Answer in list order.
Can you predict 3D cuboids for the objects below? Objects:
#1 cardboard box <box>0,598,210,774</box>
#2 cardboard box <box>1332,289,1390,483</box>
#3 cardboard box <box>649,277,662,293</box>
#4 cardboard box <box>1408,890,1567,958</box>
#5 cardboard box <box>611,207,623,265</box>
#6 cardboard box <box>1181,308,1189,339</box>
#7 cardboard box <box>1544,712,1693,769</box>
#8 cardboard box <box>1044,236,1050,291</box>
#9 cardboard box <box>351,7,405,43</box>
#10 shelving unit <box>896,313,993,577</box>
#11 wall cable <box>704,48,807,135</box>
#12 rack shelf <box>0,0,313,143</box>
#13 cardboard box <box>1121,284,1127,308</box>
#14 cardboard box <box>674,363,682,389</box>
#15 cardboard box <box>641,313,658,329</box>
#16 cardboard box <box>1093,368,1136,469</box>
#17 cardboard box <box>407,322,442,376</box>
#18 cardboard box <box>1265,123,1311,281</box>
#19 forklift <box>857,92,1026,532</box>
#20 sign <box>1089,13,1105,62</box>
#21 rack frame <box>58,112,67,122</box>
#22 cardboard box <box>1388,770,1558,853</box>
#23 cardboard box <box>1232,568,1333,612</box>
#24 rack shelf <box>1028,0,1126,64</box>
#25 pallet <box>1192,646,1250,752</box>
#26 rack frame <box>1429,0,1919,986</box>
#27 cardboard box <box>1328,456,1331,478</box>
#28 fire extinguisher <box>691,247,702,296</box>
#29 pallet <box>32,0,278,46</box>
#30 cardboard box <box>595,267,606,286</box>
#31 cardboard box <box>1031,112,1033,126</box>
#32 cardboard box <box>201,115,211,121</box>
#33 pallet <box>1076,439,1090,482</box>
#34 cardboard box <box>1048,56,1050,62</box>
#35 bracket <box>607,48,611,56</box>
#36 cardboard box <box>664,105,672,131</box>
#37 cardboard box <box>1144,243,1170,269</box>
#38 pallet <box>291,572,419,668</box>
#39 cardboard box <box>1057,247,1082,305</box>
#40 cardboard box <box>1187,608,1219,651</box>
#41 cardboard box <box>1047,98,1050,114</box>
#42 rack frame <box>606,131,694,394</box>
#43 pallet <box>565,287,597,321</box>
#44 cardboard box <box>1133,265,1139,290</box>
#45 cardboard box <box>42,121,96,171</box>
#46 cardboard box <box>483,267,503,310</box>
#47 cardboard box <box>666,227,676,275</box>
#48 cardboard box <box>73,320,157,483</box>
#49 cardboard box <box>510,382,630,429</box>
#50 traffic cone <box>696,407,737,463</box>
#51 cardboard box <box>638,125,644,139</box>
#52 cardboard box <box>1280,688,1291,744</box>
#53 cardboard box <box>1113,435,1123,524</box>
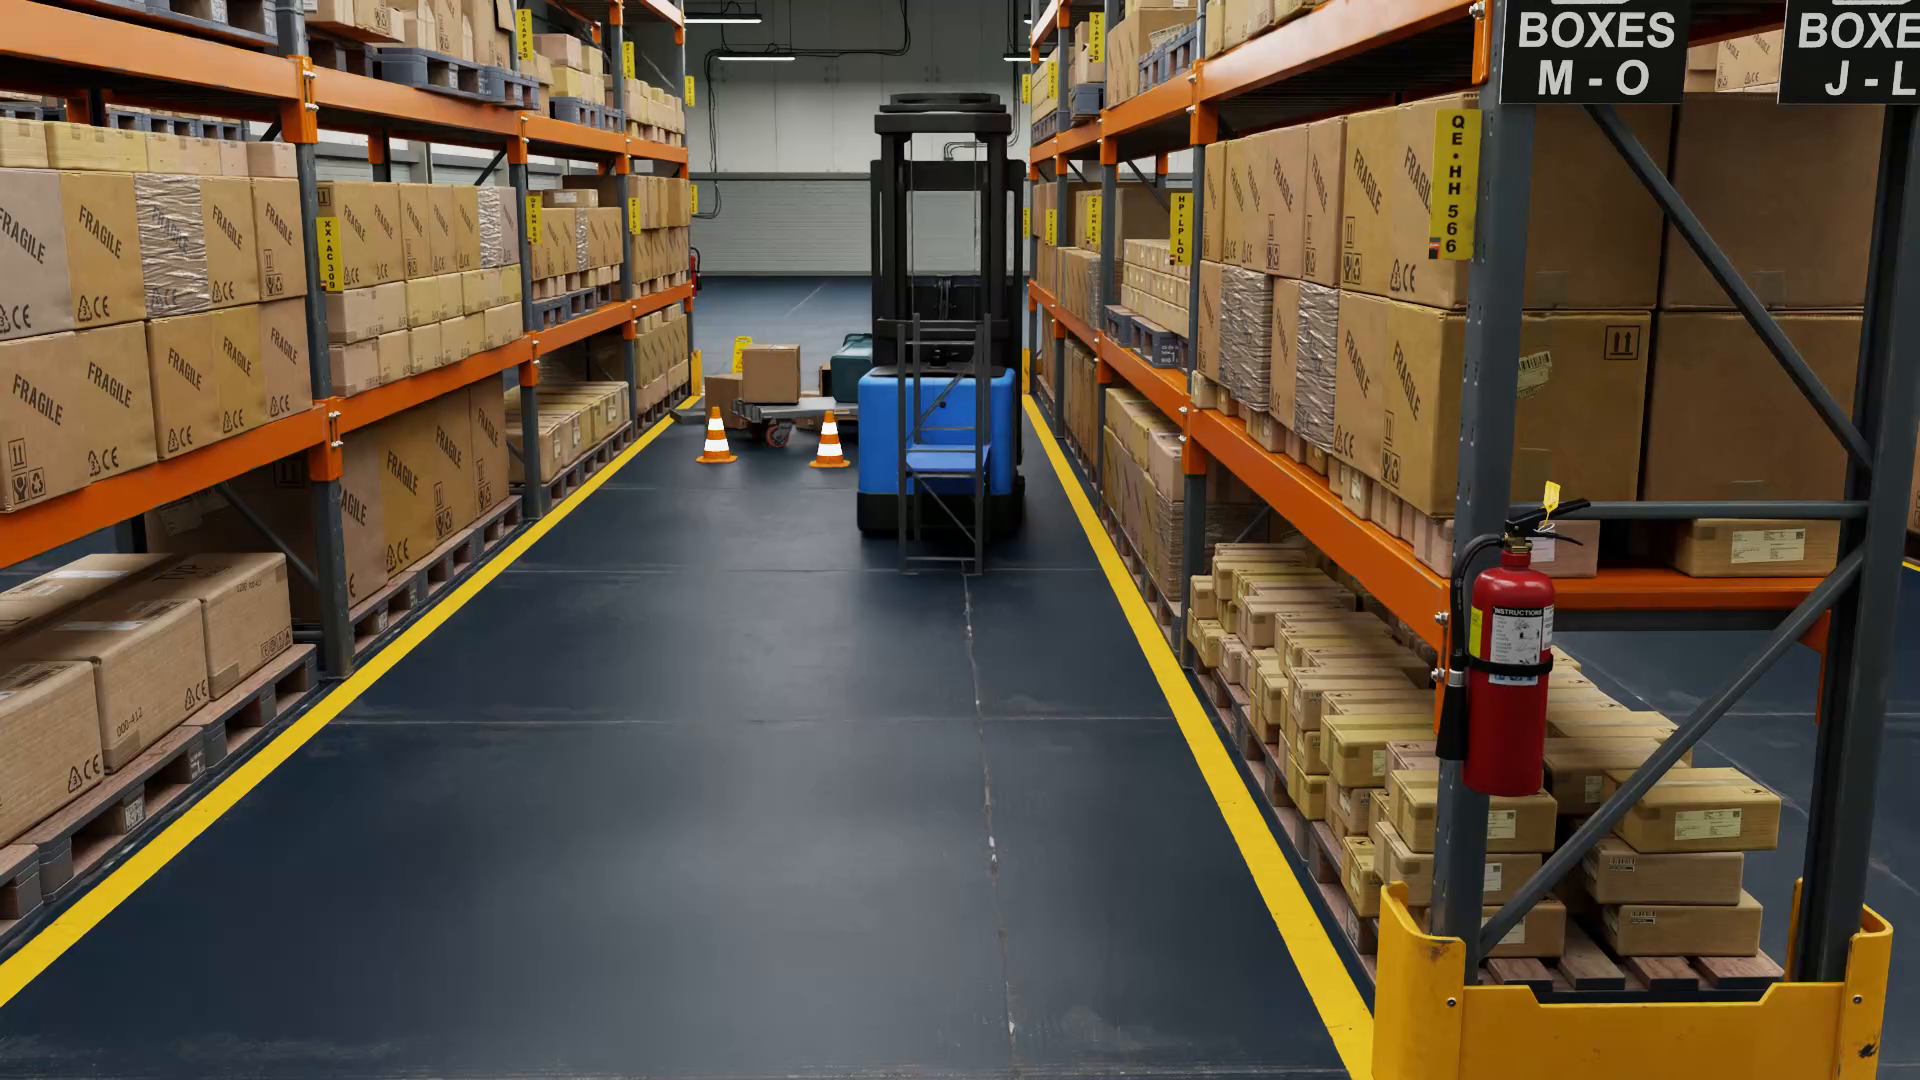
[{"bbox_3d":[-3.455,0.537,6.256,0.875,0.438,0.875,-1,11,-3],"label":"cardboard box"},{"bbox_3d":[1.378,-0.447,4.718,0.500,0.500,0.500,0,11,-2],"label":"cardboard box"},{"bbox_3d":[-3.248,-2.602,16.970,0.380,0.149,0.250,0,11,-1],"label":"cardboard box"},{"bbox_3d":[1.430,1.026,4.571,0.380,0.149,0.250,0,11,0],"label":"cardboard box"},{"bbox_3d":[-3.306,-2.716,14.847,0.500,0.500,0.500,0,11,-2],"label":"cardboard box"},{"bbox_3d":[1.352,-1.119,8.604,0.380,0.149,0.250,0,11,-1],"label":"cardboard box"},{"bbox_3d":[1.975,0.628,5.038,0.380,0.149,0.250,0,11,-1],"label":"cardboard box"},{"bbox_3d":[1.343,-2.916,17.509,0.875,0.550,0.500,0,11,-1],"label":"cardboard box"},{"bbox_3d":[-3.056,-2.631,8.468,0.380,0.166,0.250,-1,12,-5],"label":"cardboard box"},{"bbox_3d":[-0.084,-0.622,10.351,0.538,1.500,1.048,1,11,3],"label":"shelving unit"},{"bbox_3d":[-6.131,-13.497,50.064,3.097,2.526,0.112,0,11,-1],"label":"wall cable"},{"bbox_3d":[-3.339,-1.536,5.352,1.077,0.370,4.000,0,11,-1],"label":"rack shelf"},{"bbox_3d":[1.292,-1.645,11.197,0.380,0.149,0.250,0,11,-2],"label":"cardboard box"},{"bbox_3d":[-3.339,-1.797,18.233,0.500,0.250,0.500,0,11,-1],"label":"cardboard box"},{"bbox_3d":[-3.242,-2.196,16.680,0.380,0.149,0.250,0,11,1],"label":"cardboard box"},{"bbox_3d":[1.562,-0.876,12.437,1.050,0.750,0.750,0,11,-2],"label":"cardboard box"},{"bbox_3d":[-3.132,-1.036,8.999,0.500,0.250,0.500,0,11,-2],"label":"cardboard box"},{"bbox_3d":[1.347,-1.145,5.646,0.500,0.500,0.500,-1,11,-3],"label":"cardboard box"},{"bbox_3d":[-0.076,-1.732,12.225,1.130,2.935,3.031,1,11,3],"label":"forklift"},{"bbox_3d":[0.929,-3.413,11.296,0.100,0.325,0.005,0,11,-1],"label":"sign"},{"bbox_3d":[-8.508,-2.385,15.272,1.000,3.000,0.127,0,11,-1],"label":"rack frame"},{"bbox_3d":[1.385,0.734,4.514,0.380,0.149,0.250,0,11,0],"label":"cardboard box"},{"bbox_3d":[1.368,0.218,7.060,0.380,0.149,0.250,0,11,-2],"label":"cardboard box"},{"bbox_3d":[1.360,-5.236,17.050,1.077,0.370,4.000,0,11,-1],"label":"rack shelf"},{"bbox_3d":[1.616,0.643,7.357,1.003,0.211,1.213,0,11,-1],"label":"pallet"},{"bbox_3d":[1.653,-0.062,3.818,0.949,2.616,0.053,0,11,-1],"label":"rack frame"},{"bbox_3d":[1.422,-0.258,5.421,0.380,0.149,0.250,-1,11,-4],"label":"cardboard box"},{"bbox_3d":[-3.170,-3.188,19.425,0.296,0.674,0.183,0,11,-1],"label":"fire extinguisher"},{"bbox_3d":[-3.373,-2.080,6.447,1.003,0.211,1.213,0,11,-1],"label":"pallet"},{"bbox_3d":[-3.221,-2.234,14.101,0.380,0.149,0.250,0,11,-1],"label":"cardboard box"},{"bbox_3d":[1.006,-4.774,18.828,0.380,0.149,0.250,0,11,-1],"label":"cardboard box"},{"bbox_3d":[-8.264,-4.626,17.801,0.396,0.266,0.258,0,11,-1],"label":"cardboard box"},{"bbox_3d":[1.521,-0.684,13.900,1.003,0.211,1.213,0,11,-1],"label":"pallet"},{"bbox_3d":[1.061,-4.661,16.262,0.380,0.149,0.250,0,11,0],"label":"cardboard box"},{"bbox_3d":[-9.734,-13.625,46.532,0.235,0.232,0.430,0,11,-1],"label":"bracket"},{"bbox_3d":[-3.323,-4.440,17.486,0.500,0.250,0.500,0,11,0],"label":"cardboard box"},{"bbox_3d":[1.321,-1.725,10.096,0.380,0.149,0.250,0,11,1],"label":"cardboard box"},{"bbox_3d":[-3.471,0.397,8.570,1.003,0.211,1.213,0,11,-1],"label":"pallet"},{"bbox_3d":[1.143,-2.390,15.045,0.500,0.500,0.500,0,11,-1],"label":"cardboard box"},{"bbox_3d":[1.253,0.408,7.616,0.380,0.149,0.250,-1,11,-4],"label":"cardboard box"},{"bbox_3d":[1.057,-4.272,16.352,0.380,0.149,0.250,0,11,-1],"label":"cardboard box"},{"bbox_3d":[-3.628,-3.202,19.296,1.000,3.000,0.127,0,11,-1],"label":"rack frame"},{"bbox_3d":[-3.544,-1.911,13.415,1.003,0.211,1.213,0,11,-1],"label":"pallet"},{"bbox_3d":[1.310,-1.676,10.605,0.380,0.149,0.250,-1,11,-3],"label":"cardboard box"},{"bbox_3d":[-3.018,-1.258,5.319,0.380,0.149,0.250,-1,11,-3],"label":"cardboard box"},{"bbox_3d":[-3.184,-1.586,10.451,0.500,0.250,0.500,-1,11,-3],"label":"cardboard box"},{"bbox_3d":[-3.329,-3.091,17.749,0.500,0.500,0.500,0,11,-1],"label":"cardboard box"},{"bbox_3d":[-3.078,-0.468,5.569,0.500,0.500,0.500,0,11,1],"label":"cardboard box"},{"bbox_3d":[-3.532,-1.220,15.082,0.950,0.372,0.625,0,11,0],"label":"cardboard box"},{"bbox_3d":[-2.120,-0.922,14.442,0.336,0.463,0.334,0,11,-1],"label":"traffic cone"},{"bbox_3d":[-3.331,-4.021,16.420,0.380,0.149,0.250,-1,11,-3],"label":"cardboard box"},{"bbox_3d":[1.331,0.623,5.809,0.380,0.149,0.250,0,11,2],"label":"cardboard box"},{"bbox_3d":[1.258,-0.391,10.672,0.500,0.500,0.500,0,11,0],"label":"cardboard box"}]
